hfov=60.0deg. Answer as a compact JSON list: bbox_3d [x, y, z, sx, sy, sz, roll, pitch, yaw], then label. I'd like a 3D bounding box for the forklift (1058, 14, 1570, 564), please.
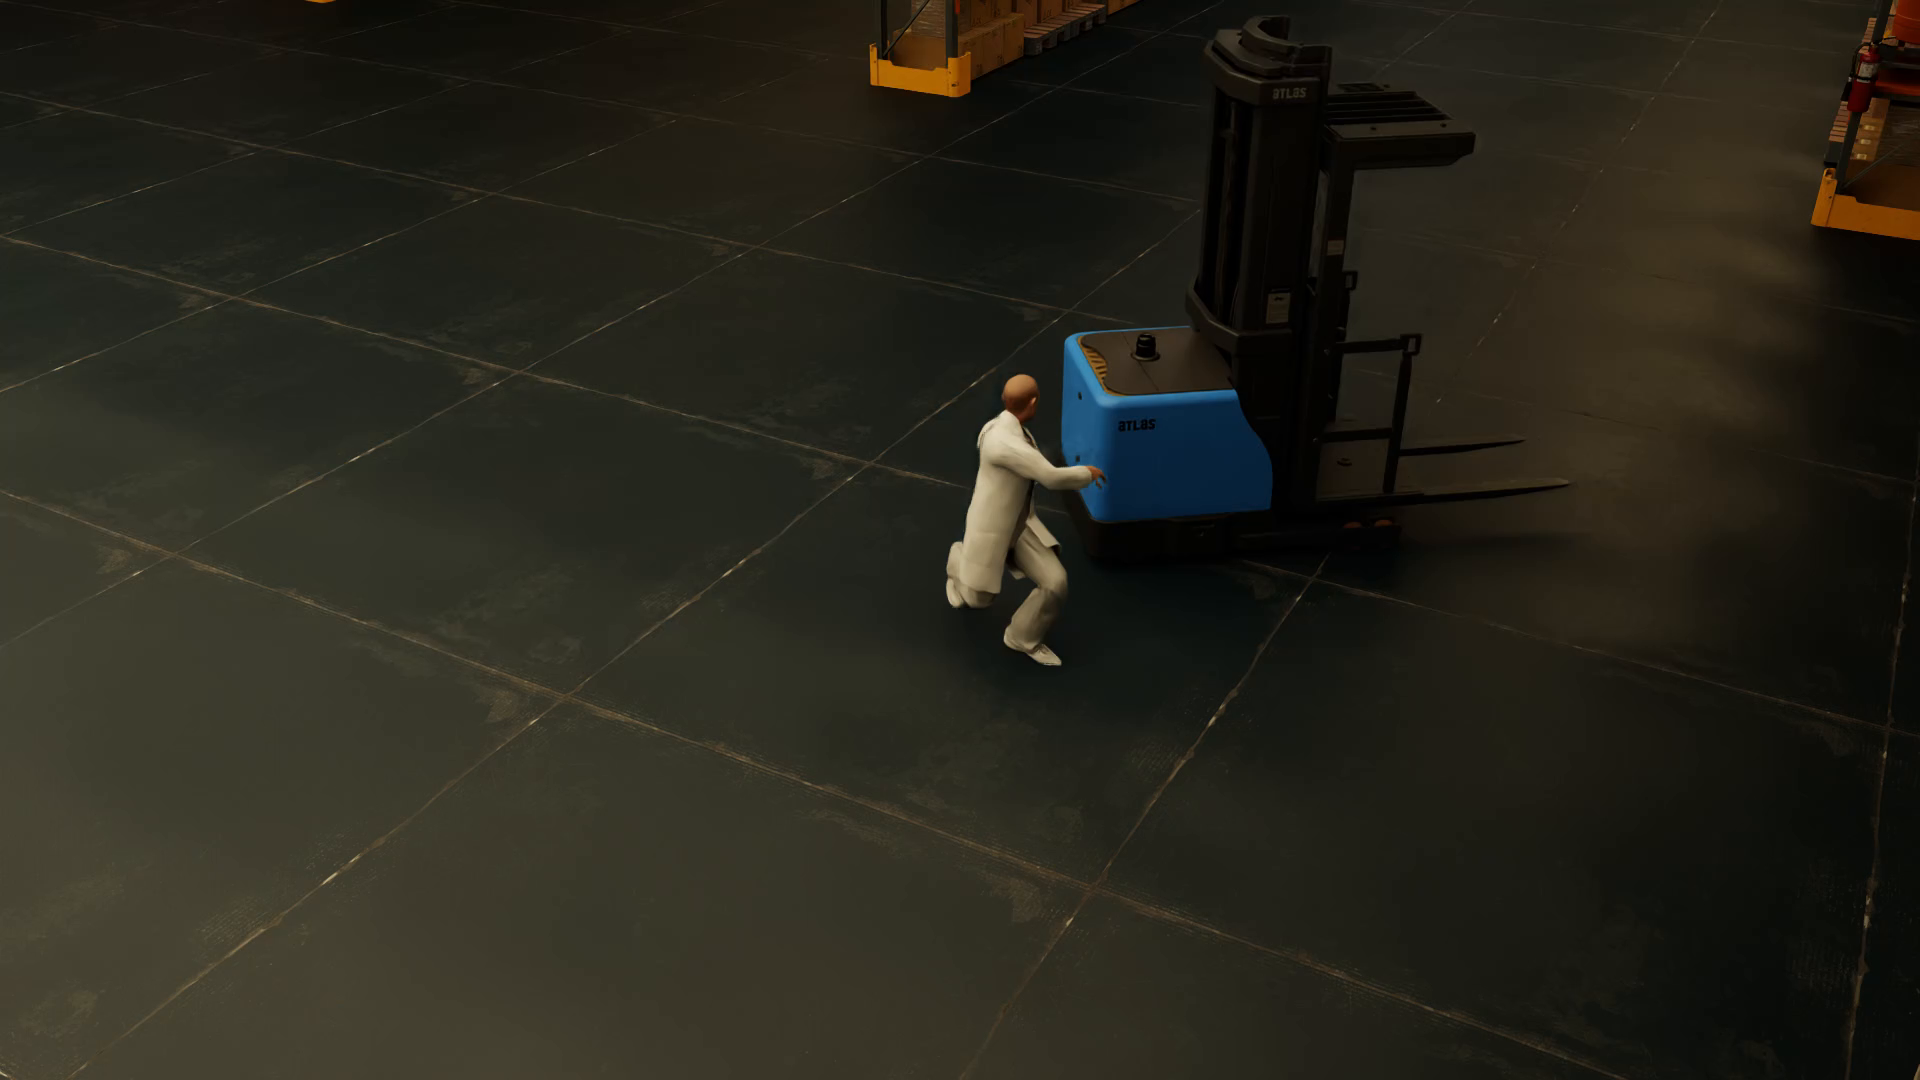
[{"bbox_3d":[2.177,-1.466,9.610,3.031,2.935,1.130,-4,30,-8],"label":"forklift"}]

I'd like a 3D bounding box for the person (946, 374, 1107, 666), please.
[{"bbox_3d":[0.258,-0.159,8.830,0.973,1.537,0.723,26,39,37],"label":"person"}]
